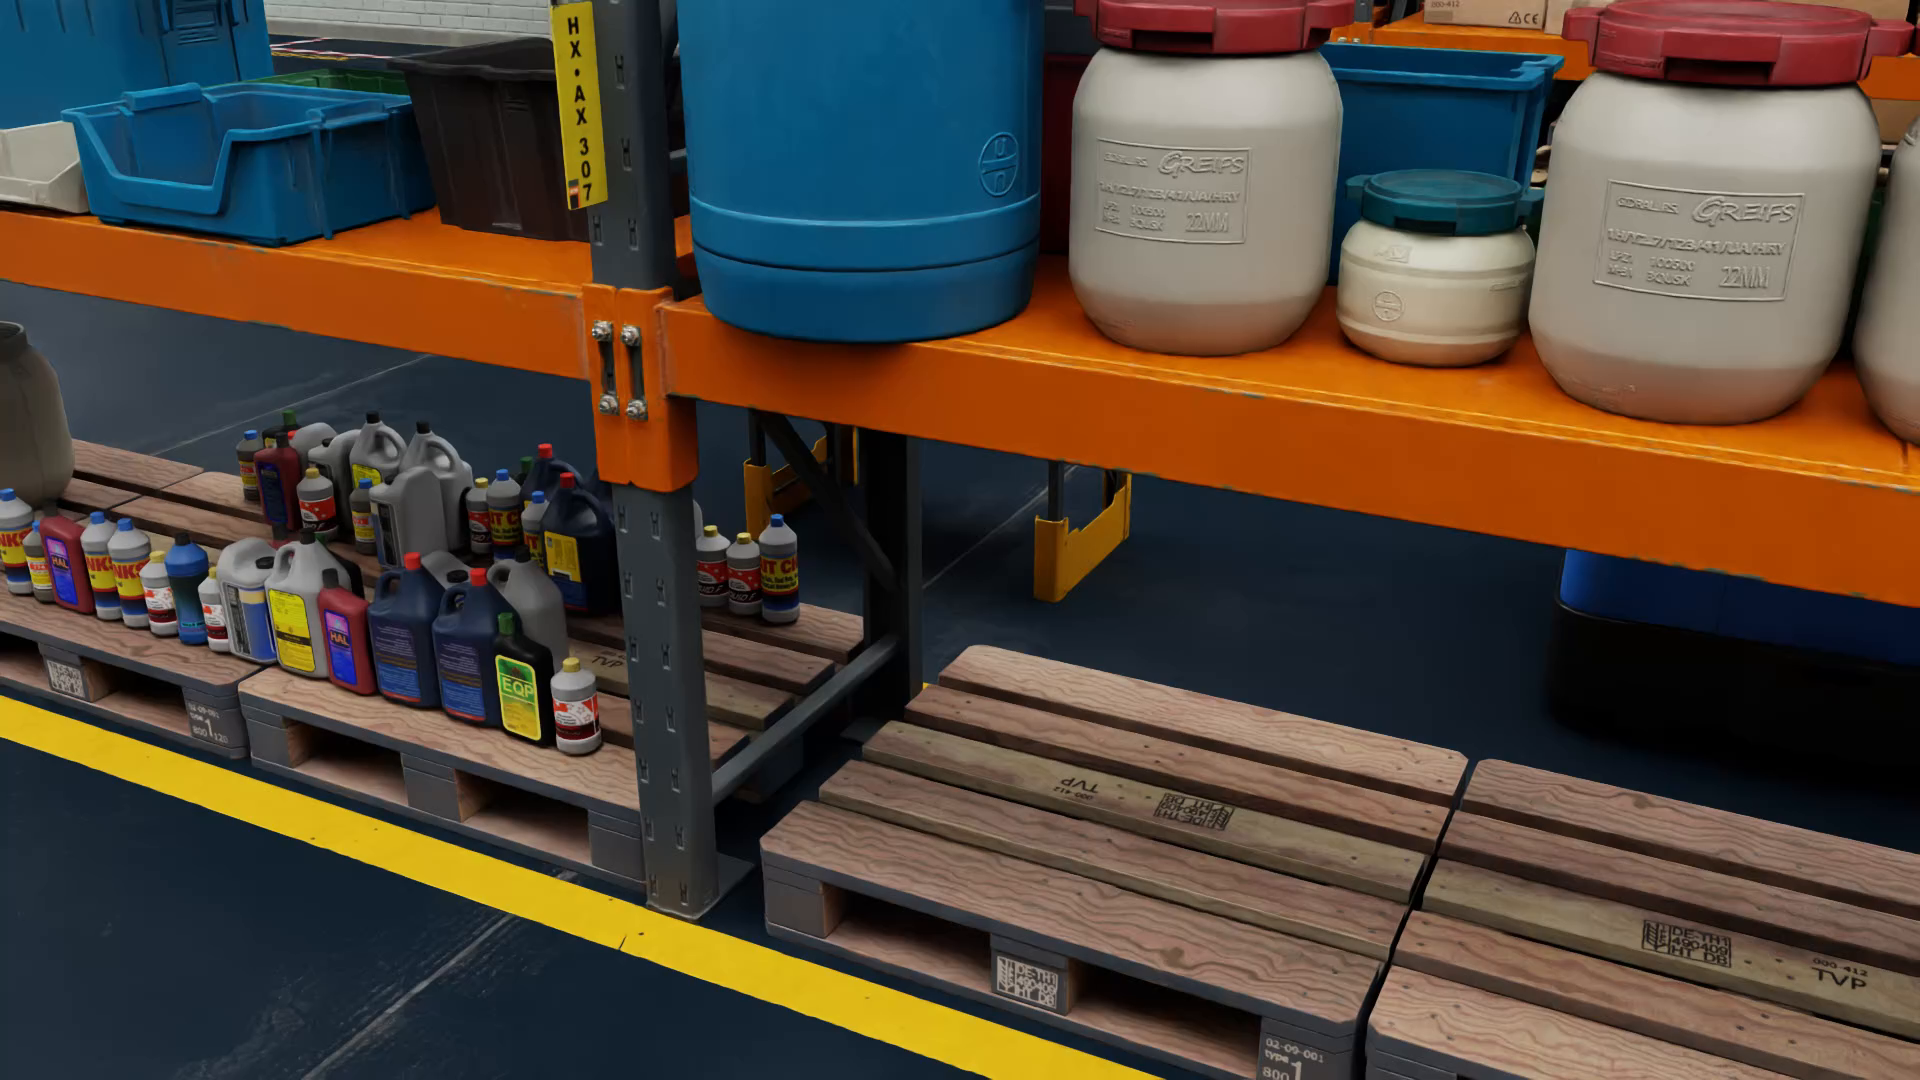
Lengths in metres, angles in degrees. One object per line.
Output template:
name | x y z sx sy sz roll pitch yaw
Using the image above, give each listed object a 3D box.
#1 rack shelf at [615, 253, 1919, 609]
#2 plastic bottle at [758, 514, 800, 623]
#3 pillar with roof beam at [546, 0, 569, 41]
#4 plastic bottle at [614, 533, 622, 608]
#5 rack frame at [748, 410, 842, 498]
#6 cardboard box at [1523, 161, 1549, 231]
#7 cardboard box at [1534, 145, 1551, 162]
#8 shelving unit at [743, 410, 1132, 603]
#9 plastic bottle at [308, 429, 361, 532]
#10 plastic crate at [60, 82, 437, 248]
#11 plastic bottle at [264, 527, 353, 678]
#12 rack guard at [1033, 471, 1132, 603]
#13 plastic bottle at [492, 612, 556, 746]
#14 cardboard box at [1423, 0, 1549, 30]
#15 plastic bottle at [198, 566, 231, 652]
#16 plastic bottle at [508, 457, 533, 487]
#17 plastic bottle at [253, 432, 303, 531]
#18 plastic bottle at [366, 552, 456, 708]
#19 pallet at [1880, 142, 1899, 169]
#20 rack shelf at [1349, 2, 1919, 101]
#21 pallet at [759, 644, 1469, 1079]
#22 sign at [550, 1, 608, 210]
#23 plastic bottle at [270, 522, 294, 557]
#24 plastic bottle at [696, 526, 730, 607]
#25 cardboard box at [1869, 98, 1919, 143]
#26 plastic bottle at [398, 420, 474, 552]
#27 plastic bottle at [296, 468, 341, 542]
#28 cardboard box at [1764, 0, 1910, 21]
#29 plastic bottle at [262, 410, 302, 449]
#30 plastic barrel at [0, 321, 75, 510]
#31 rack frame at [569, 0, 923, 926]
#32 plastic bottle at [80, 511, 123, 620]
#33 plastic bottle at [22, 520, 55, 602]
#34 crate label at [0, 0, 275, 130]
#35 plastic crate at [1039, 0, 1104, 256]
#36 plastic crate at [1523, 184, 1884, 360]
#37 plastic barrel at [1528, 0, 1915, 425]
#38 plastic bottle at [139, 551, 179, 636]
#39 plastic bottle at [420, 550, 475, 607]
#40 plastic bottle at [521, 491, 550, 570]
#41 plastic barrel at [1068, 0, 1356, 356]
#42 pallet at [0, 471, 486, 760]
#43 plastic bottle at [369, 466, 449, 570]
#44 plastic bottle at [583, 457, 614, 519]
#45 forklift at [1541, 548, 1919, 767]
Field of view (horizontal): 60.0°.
rack shelf | 1.416 -0.094 2.557 4.000 0.370 1.077 11 25 25
plastic bottle | -0.456 0.066 4.187 0.097 0.271 0.097 0 23 0
pillar with roof beam | -5.751 -7.439 11.245 0.400 9.000 9.100 11 25 25
plastic bottle | -0.804 0.050 4.208 0.133 0.283 0.061 11 25 25
rack frame | -0.530 -0.795 5.203 0.032 1.500 0.500 11 25 25
cardboard box | 2.570 -1.443 7.071 0.500 0.311 0.500 11 25 24
cardboard box | 2.827 -1.632 7.515 0.500 0.311 0.500 12 26 26
shelving unit | -0.068 -0.704 4.988 1.083 1.500 0.587 11 25 25
plastic bottle | -1.765 -0.184 4.767 0.135 0.276 0.152 10 25 23
plastic crate | -1.479 -0.810 3.512 0.616 0.251 0.499 11 25 25
plastic bottle | -1.533 0.135 3.923 0.185 0.351 0.144 11 25 24
rack guard | 0.376 -0.041 5.026 0.087 0.250 0.587 11 25 25
plastic bottle | -0.947 0.300 3.621 0.133 0.283 0.061 13 26 27
cardboard box | 2.328 -2.367 7.174 0.500 0.250 0.500 13 26 28
plastic bottle | -1.794 0.162 4.050 0.097 0.201 0.097 0 23 0
plastic bottle | -1.199 -0.095 4.549 0.133 0.283 0.061 12 26 27
plastic bottle | -1.937 -0.174 4.735 0.133 0.283 0.061 11 25 25
plastic bottle | -1.245 0.192 3.789 0.185 0.351 0.144 10 25 22
pallet | 5.889 -2.603 11.101 1.213 0.211 1.003 11 25 25
rack shelf | 3.654 -1.823 6.623 4.000 0.370 1.077 11 25 25
pallet | 0.349 0.630 3.498 1.213 0.211 1.003 11 25 25
sign | -0.627 -0.715 2.745 0.005 0.325 0.100 11 25 25
plastic bottle | -1.629 0.098 4.095 0.133 0.283 0.061 11 25 25
plastic bottle | -0.637 0.062 4.285 0.097 0.201 0.097 0 23 0
cardboard box | 6.141 -2.902 10.873 0.500 0.500 0.700 11 25 24
plastic bottle | -1.450 -0.157 4.610 0.185 0.351 0.144 11 25 24
plastic bottle | -1.805 -0.102 4.671 0.097 0.201 0.097 0 23 0
cardboard box | 3.464 -2.230 6.534 0.500 0.500 0.500 11 25 25
plastic bottle | -1.989 -0.251 4.917 0.133 0.283 0.061 12 26 26
plastic barrel | -2.870 -0.355 4.893 0.421 0.512 0.421 0 23 0
rack frame | -0.369 -0.778 3.246 0.127 3.000 1.000 11 25 25
plastic bottle | -2.155 0.058 4.204 0.097 0.271 0.097 0 23 0
plastic bottle | -2.369 0.048 4.317 0.097 0.201 0.097 0 23 0
crate label | -2.174 -1.270 4.358 0.616 0.435 0.502 11 25 25
plastic crate | 0.201 -0.829 3.284 0.583 0.464 0.402 11 25 25
plastic crate | 1.313 -0.471 2.797 0.662 0.188 0.450 11 25 25
plastic barrel | 1.041 -0.465 2.338 0.433 0.535 0.433 0 23 0
plastic bottle | -1.978 0.126 4.135 0.097 0.201 0.097 0 23 0
plastic bottle | -1.201 0.170 3.936 0.135 0.276 0.152 11 25 25
plastic bottle | -1.086 0.004 4.331 0.097 0.271 0.097 0 23 0
plastic barrel | 0.386 -0.595 2.642 0.433 0.535 0.433 0 23 0
pallet | -2.042 0.157 4.611 1.213 0.211 1.003 11 25 25
plastic bottle | -1.494 -0.067 4.492 0.135 0.276 0.152 11 25 25
plastic bottle | -0.902 -0.049 4.355 0.185 0.351 0.144 12 26 26
forklift | 3.038 -0.849 3.500 3.031 2.935 1.130 9 25 21
